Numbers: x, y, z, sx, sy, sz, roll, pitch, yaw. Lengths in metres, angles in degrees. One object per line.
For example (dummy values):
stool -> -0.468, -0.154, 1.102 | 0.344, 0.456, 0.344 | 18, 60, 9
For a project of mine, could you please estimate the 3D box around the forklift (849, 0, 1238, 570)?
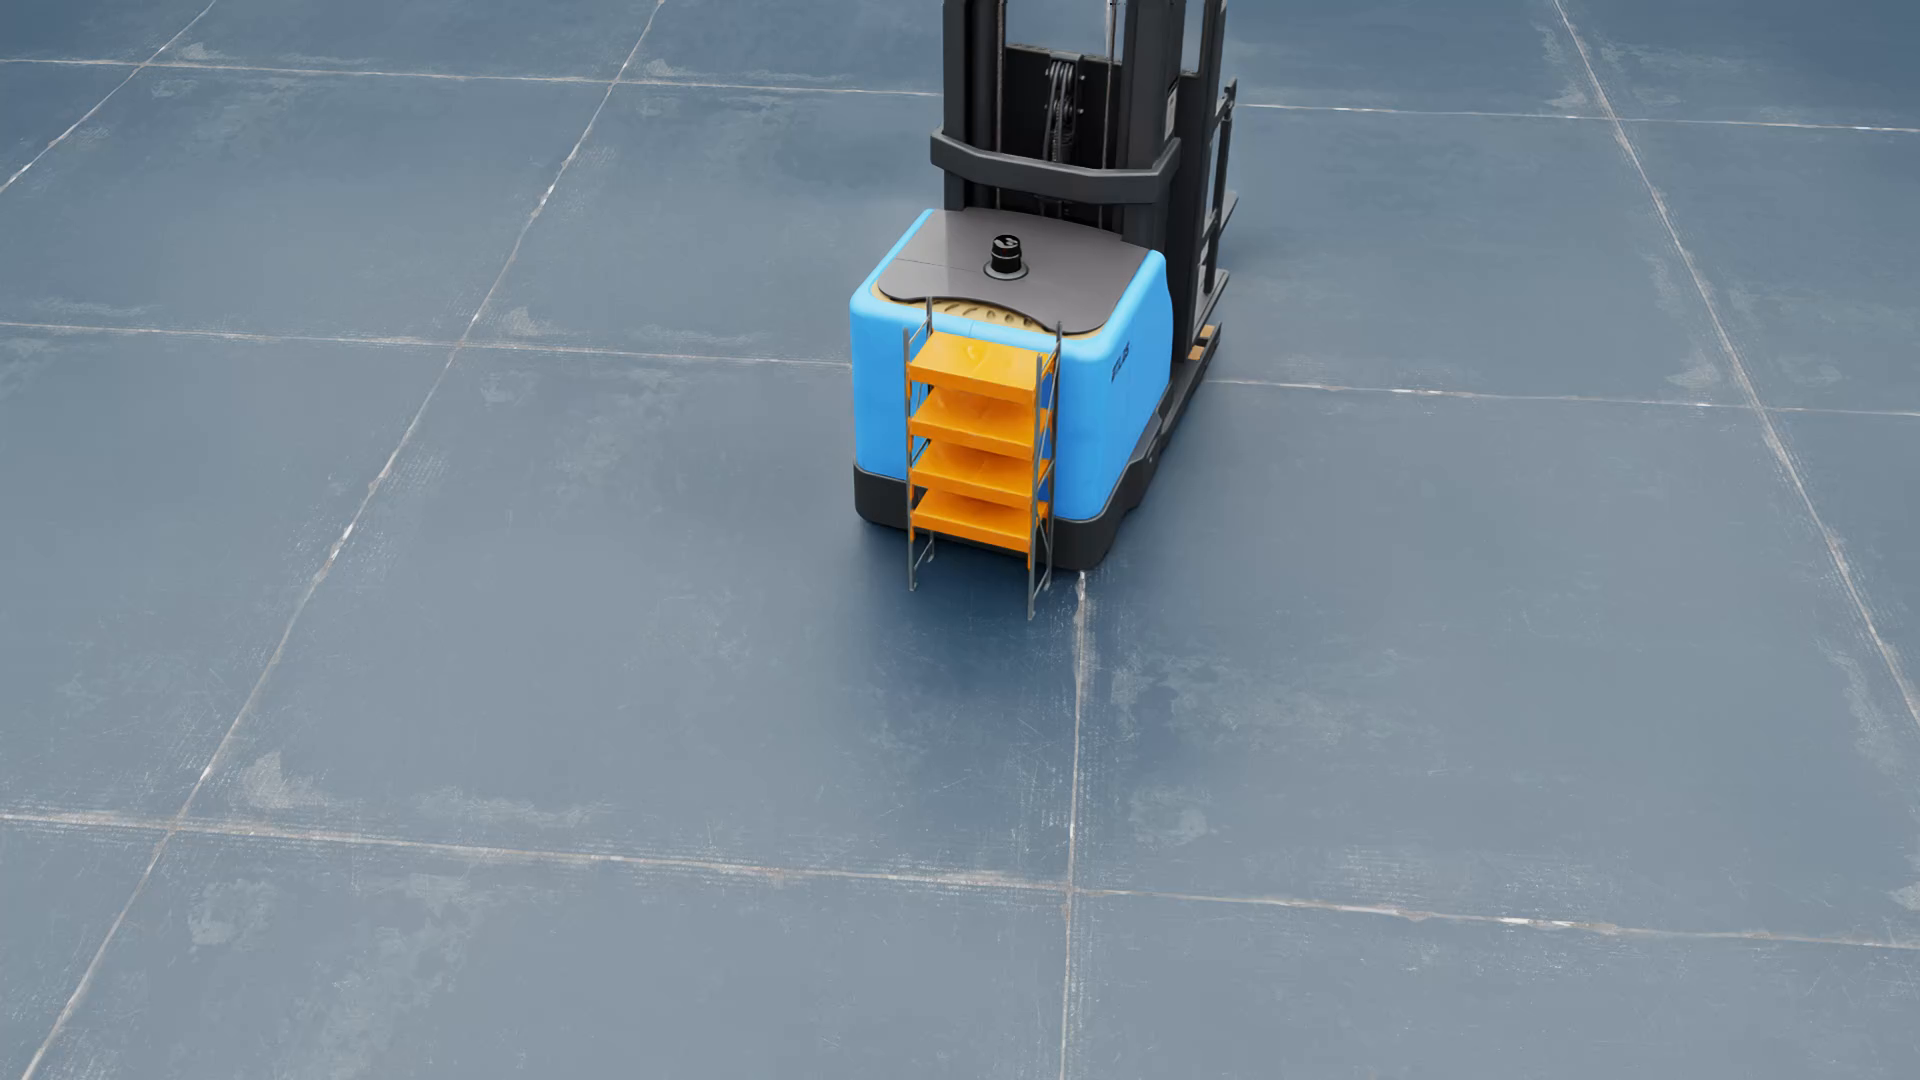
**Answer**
forklift -> 0.577, -1.952, 6.827 | 1.130, 2.935, 3.031 | 14, 41, 16

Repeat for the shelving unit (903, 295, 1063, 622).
shelving unit -> 0.080, -0.279, 6.143 | 0.503, 1.200, 0.258 | 13, 41, 16

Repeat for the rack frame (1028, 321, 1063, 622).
rack frame -> 0.308, -0.225, 6.076 | 0.015, 1.200, 0.240 | 13, 41, 16

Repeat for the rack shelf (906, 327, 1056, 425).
rack shelf -> 0.080, -0.584, 5.895 | 0.480, 0.148, 0.258 | 13, 41, 16

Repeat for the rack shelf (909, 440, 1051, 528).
rack shelf -> 0.080, -0.227, 6.185 | 0.480, 0.148, 0.258 | 13, 41, 16

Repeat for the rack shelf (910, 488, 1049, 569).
rack shelf -> 0.080, -0.073, 6.311 | 0.480, 0.148, 0.258 | 13, 41, 16

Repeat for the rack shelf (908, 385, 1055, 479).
rack shelf -> 0.080, -0.401, 6.044 | 0.480, 0.148, 0.258 | 13, 41, 16

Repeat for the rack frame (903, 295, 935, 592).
rack frame -> -0.149, -0.334, 6.210 | 0.015, 1.200, 0.240 | 13, 41, 16
